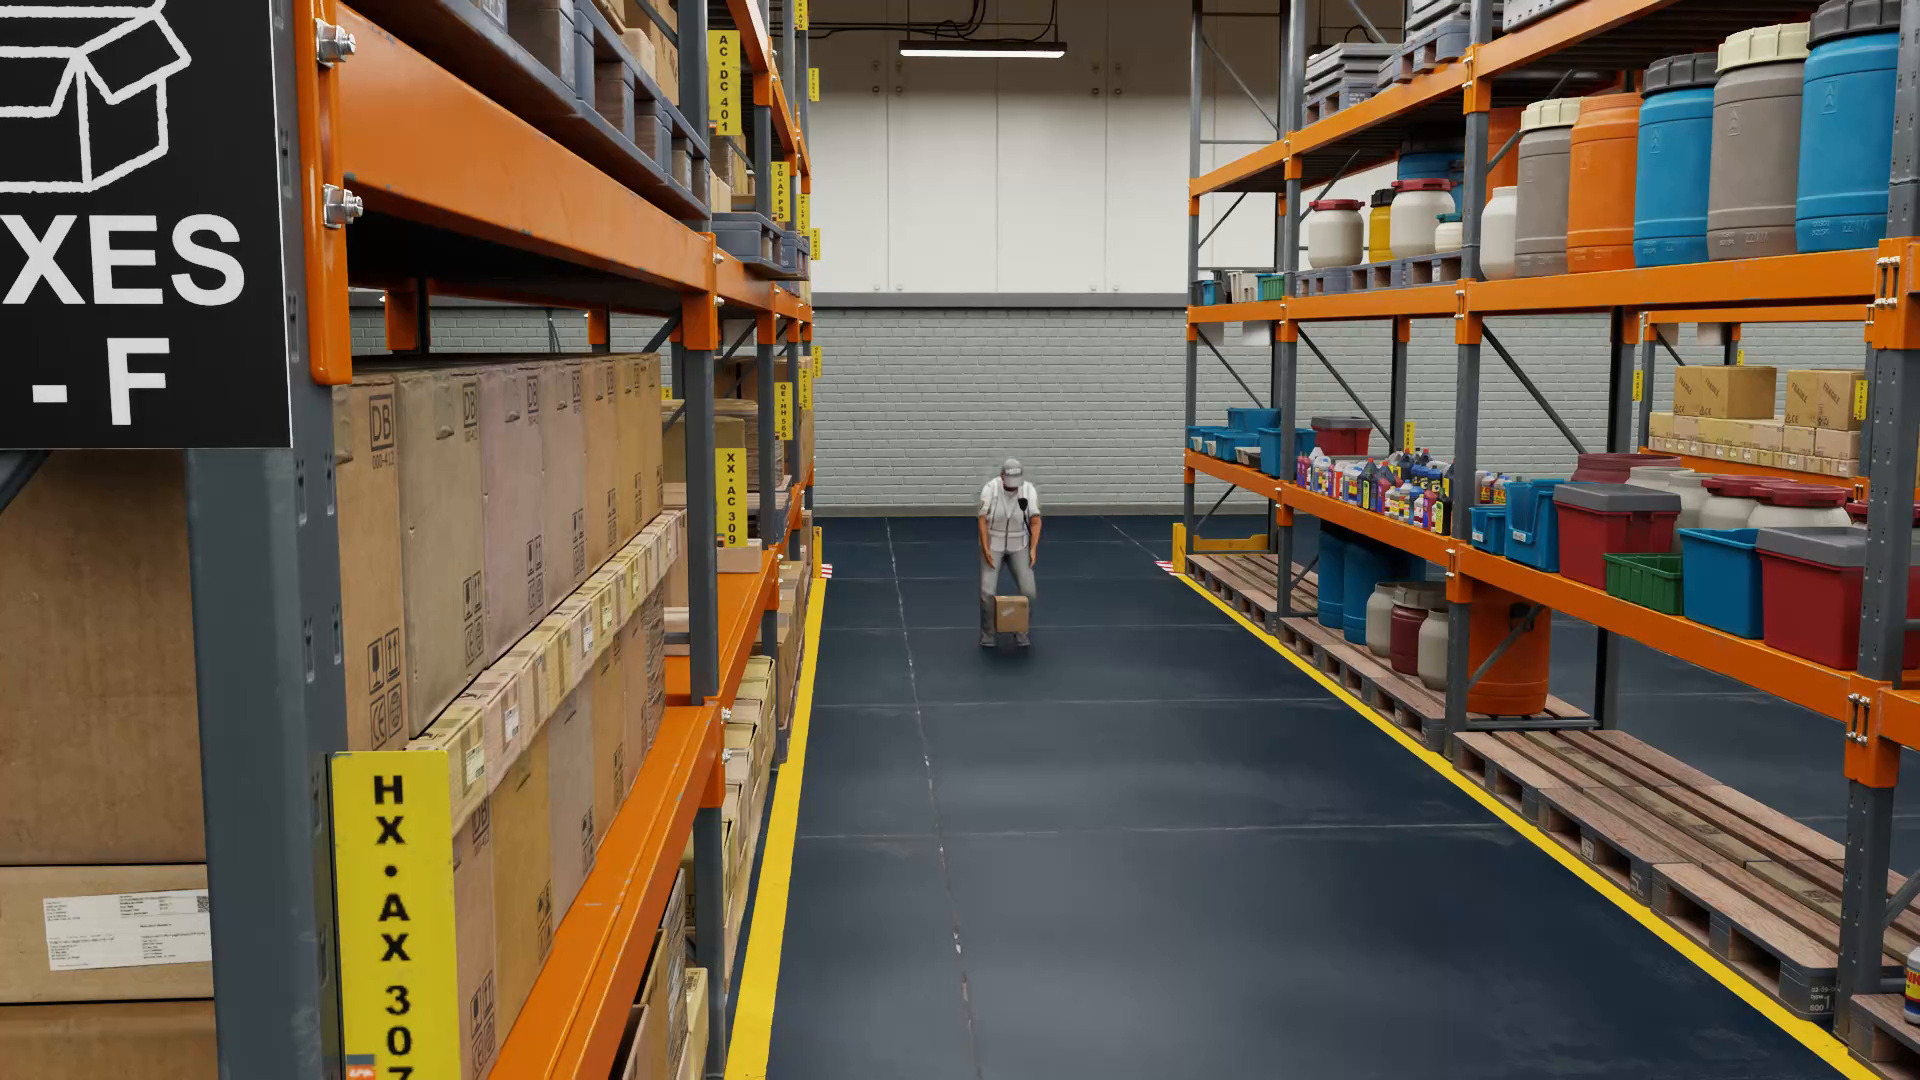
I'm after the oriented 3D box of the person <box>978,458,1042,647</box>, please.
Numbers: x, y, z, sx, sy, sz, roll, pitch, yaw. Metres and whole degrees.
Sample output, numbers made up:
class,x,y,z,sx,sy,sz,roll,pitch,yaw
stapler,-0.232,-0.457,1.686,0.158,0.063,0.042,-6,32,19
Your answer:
class,x,y,z,sx,sy,sz,roll,pitch,yaw
person,0.404,0.095,13.532,0.519,1.541,0.591,0,7,-3
